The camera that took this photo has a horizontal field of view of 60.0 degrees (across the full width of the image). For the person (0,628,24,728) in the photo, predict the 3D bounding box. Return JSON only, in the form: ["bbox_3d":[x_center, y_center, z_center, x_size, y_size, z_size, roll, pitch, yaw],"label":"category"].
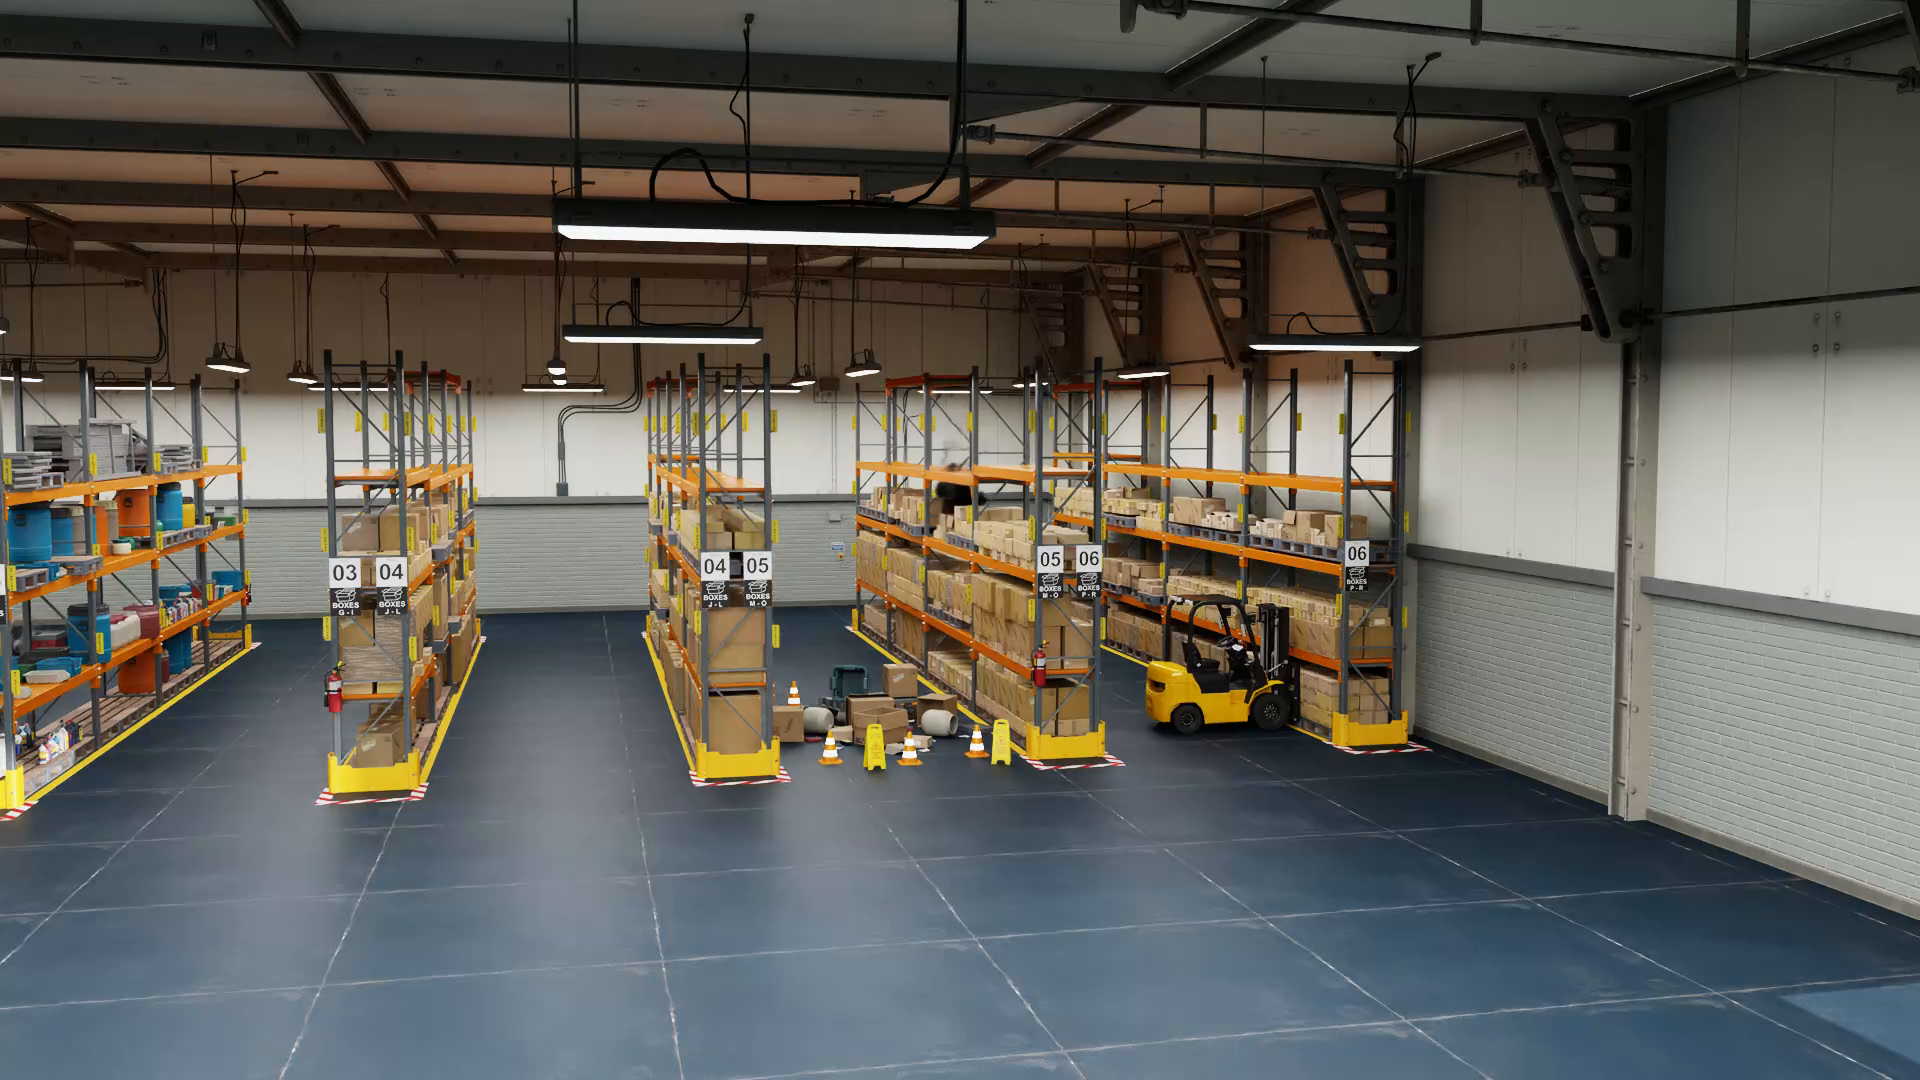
[{"bbox_3d":[-15.926,2.242,27.758,0.661,1.696,0.722,-1,4,-14],"label":"person"}]
